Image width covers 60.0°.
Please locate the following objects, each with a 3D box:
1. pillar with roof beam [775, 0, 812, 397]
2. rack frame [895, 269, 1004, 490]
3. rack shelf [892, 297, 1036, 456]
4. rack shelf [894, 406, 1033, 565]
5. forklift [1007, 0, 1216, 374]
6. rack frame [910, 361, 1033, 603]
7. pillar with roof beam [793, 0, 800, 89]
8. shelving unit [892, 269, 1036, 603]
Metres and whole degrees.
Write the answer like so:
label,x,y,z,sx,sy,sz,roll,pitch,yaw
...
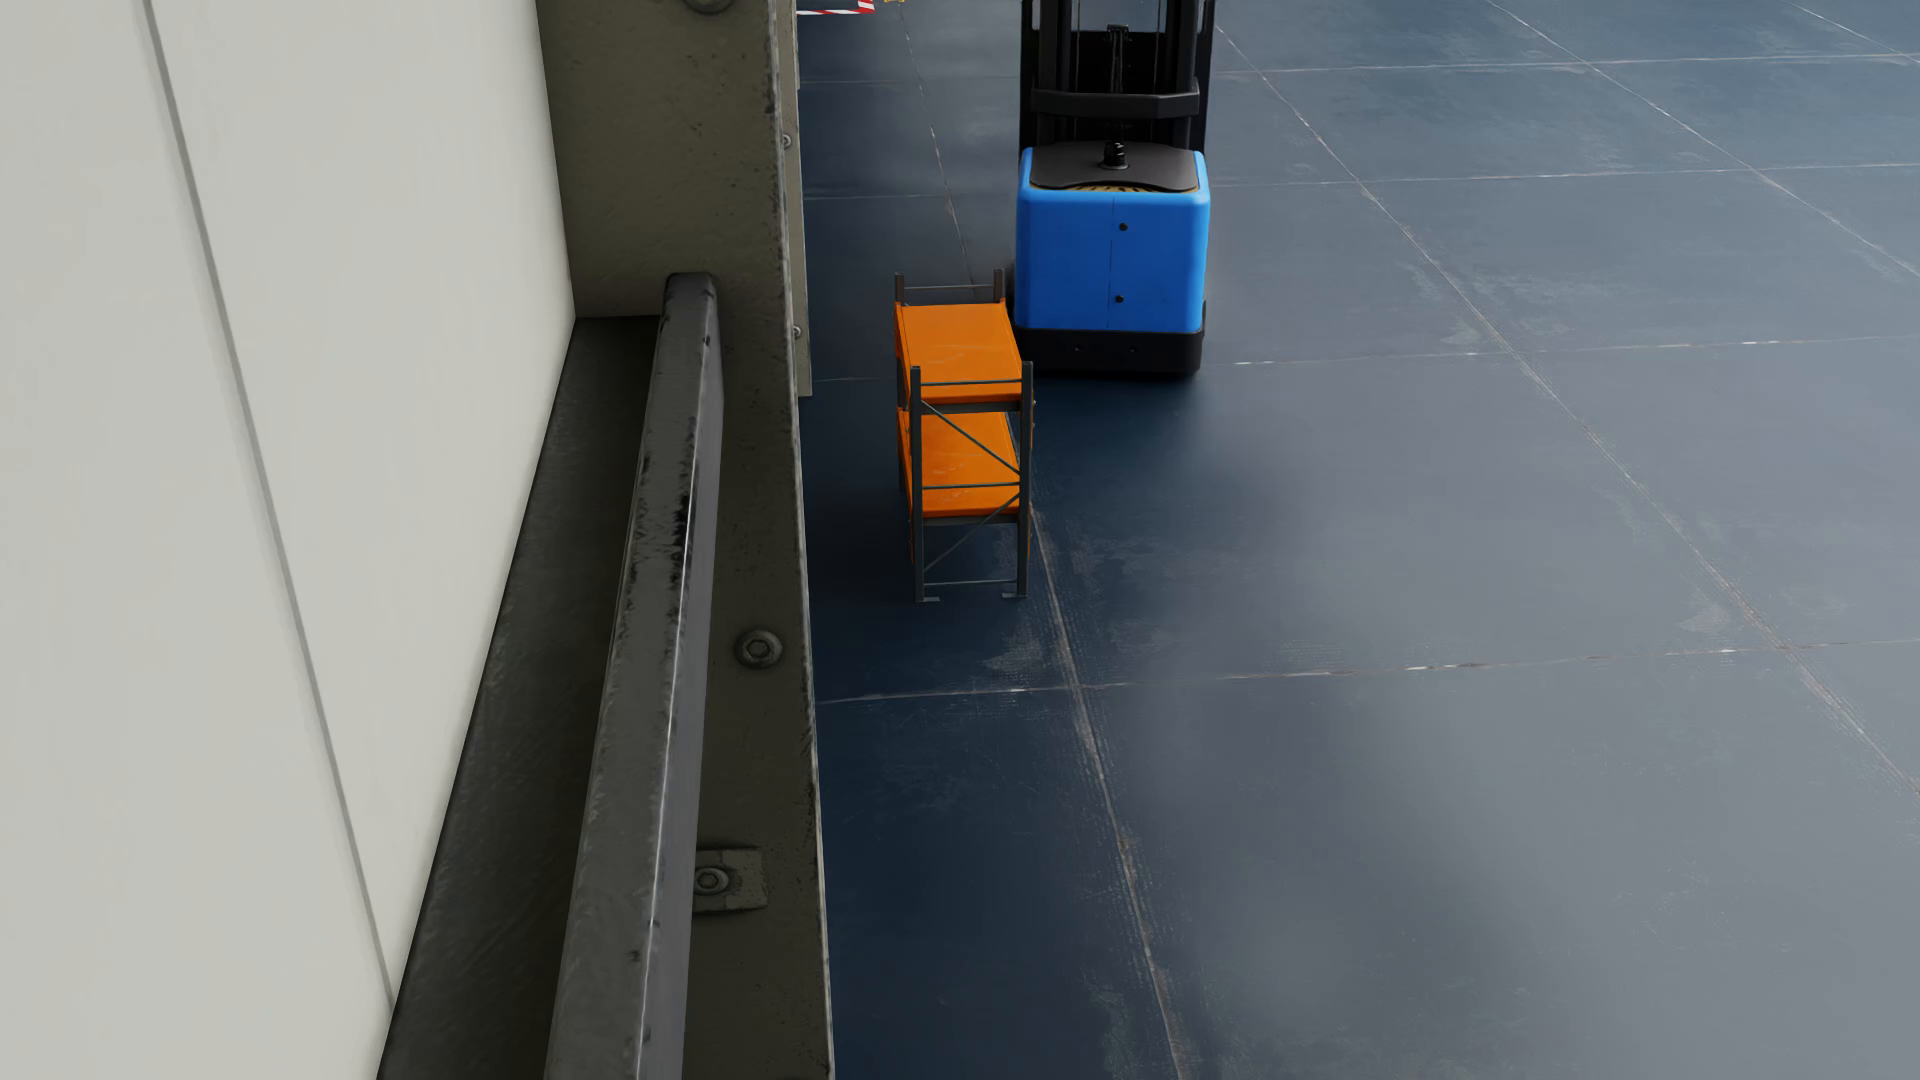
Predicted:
label,x,y,z,sx,sy,sz,roll,pitch,yaw
pillar with roof beam,3.308,-4.948,7.259,9.100,9.000,0.400,-3,31,-5
rack frame,-0.048,-0.746,7.902,0.500,1.125,0.032,-3,31,-5
rack shelf,-0.001,-0.738,7.317,0.538,0.278,1.000,-3,31,-5
rack shelf,-0.001,-0.276,7.593,0.538,0.278,1.000,-3,31,-5
forklift,0.908,-2.899,9.746,1.130,2.935,3.031,2,31,3
rack frame,0.047,-0.227,7.033,0.500,1.125,0.032,-3,31,-5
pillar with roof beam,2.747,-8.012,12.388,9.100,9.000,0.400,-3,31,-5
shelving unit,-0.001,-0.486,7.467,0.538,1.125,1.048,-3,31,-5
